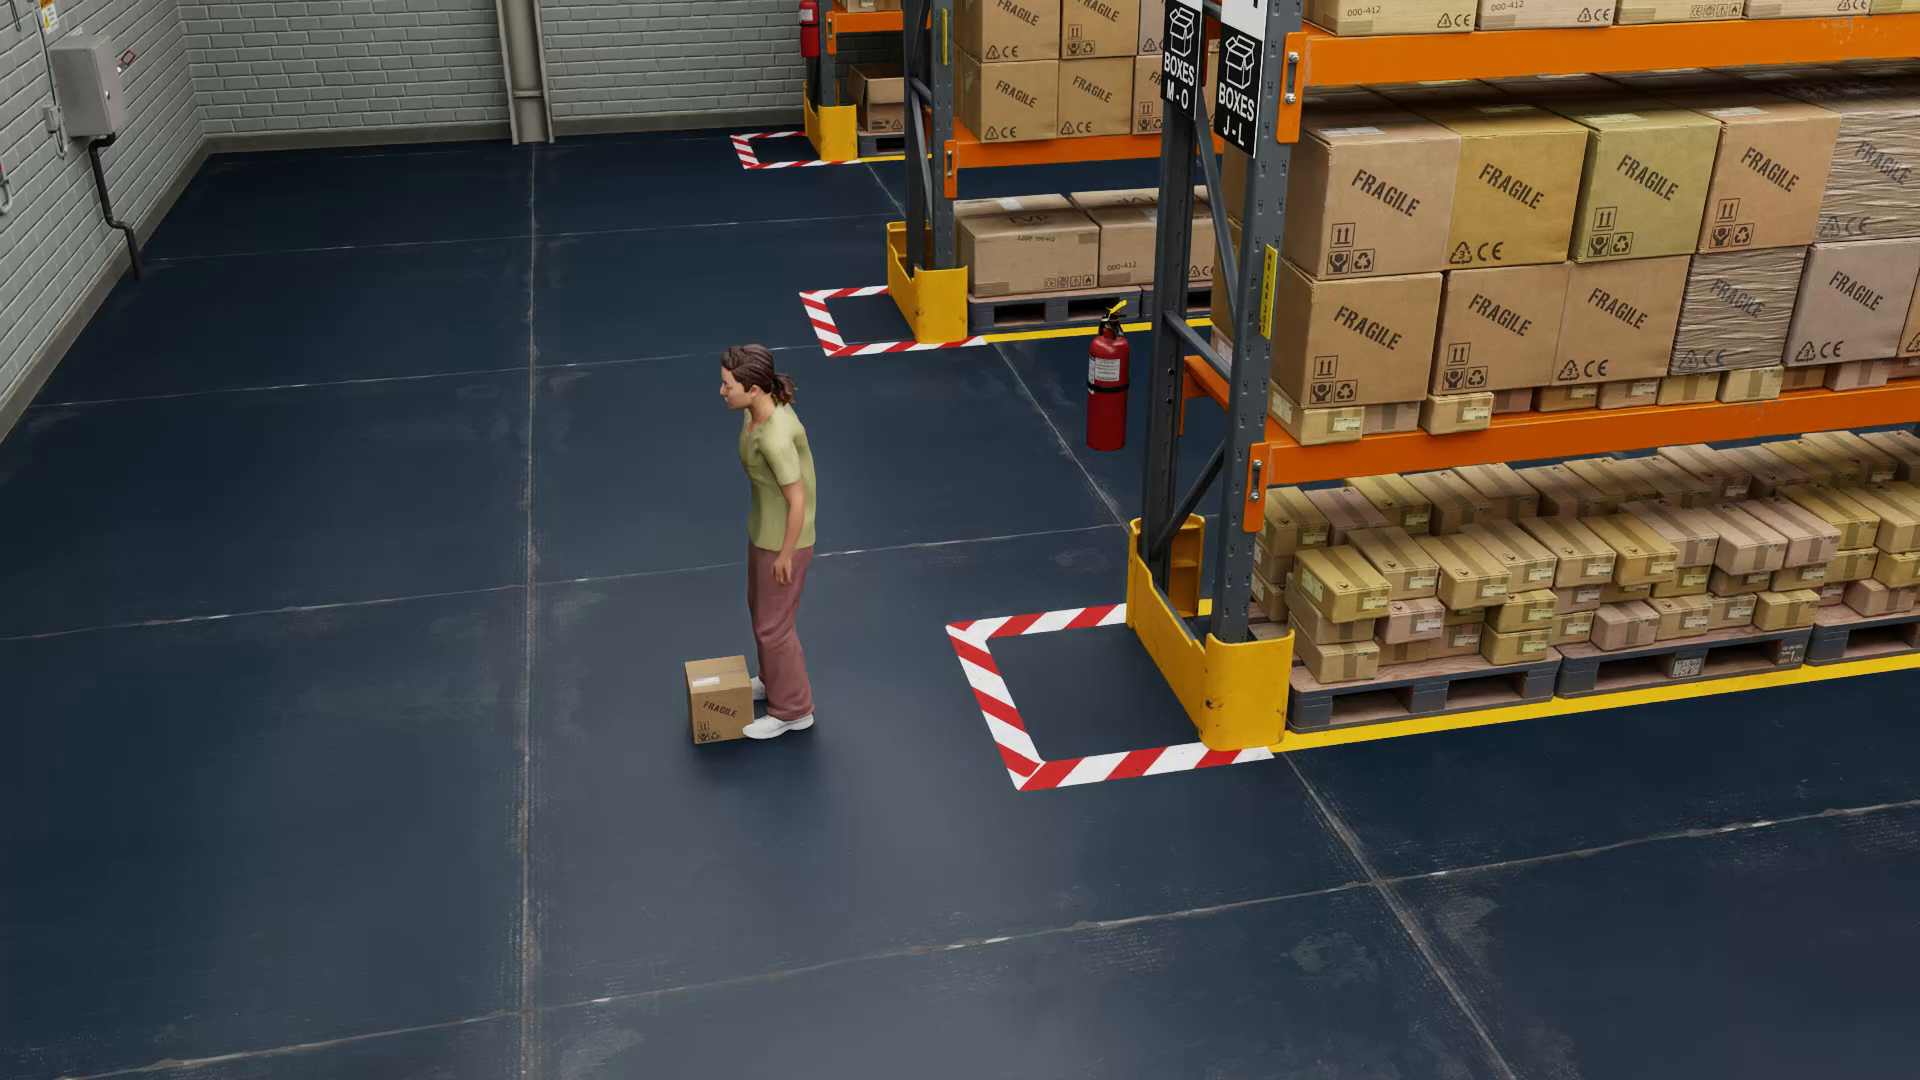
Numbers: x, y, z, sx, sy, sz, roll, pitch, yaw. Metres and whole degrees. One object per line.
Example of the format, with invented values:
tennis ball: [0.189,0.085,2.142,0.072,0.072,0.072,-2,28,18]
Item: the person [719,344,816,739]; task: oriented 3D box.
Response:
person: [-0.754,-0.003,6.625,0.364,1.671,0.503,-7,28,-14]
